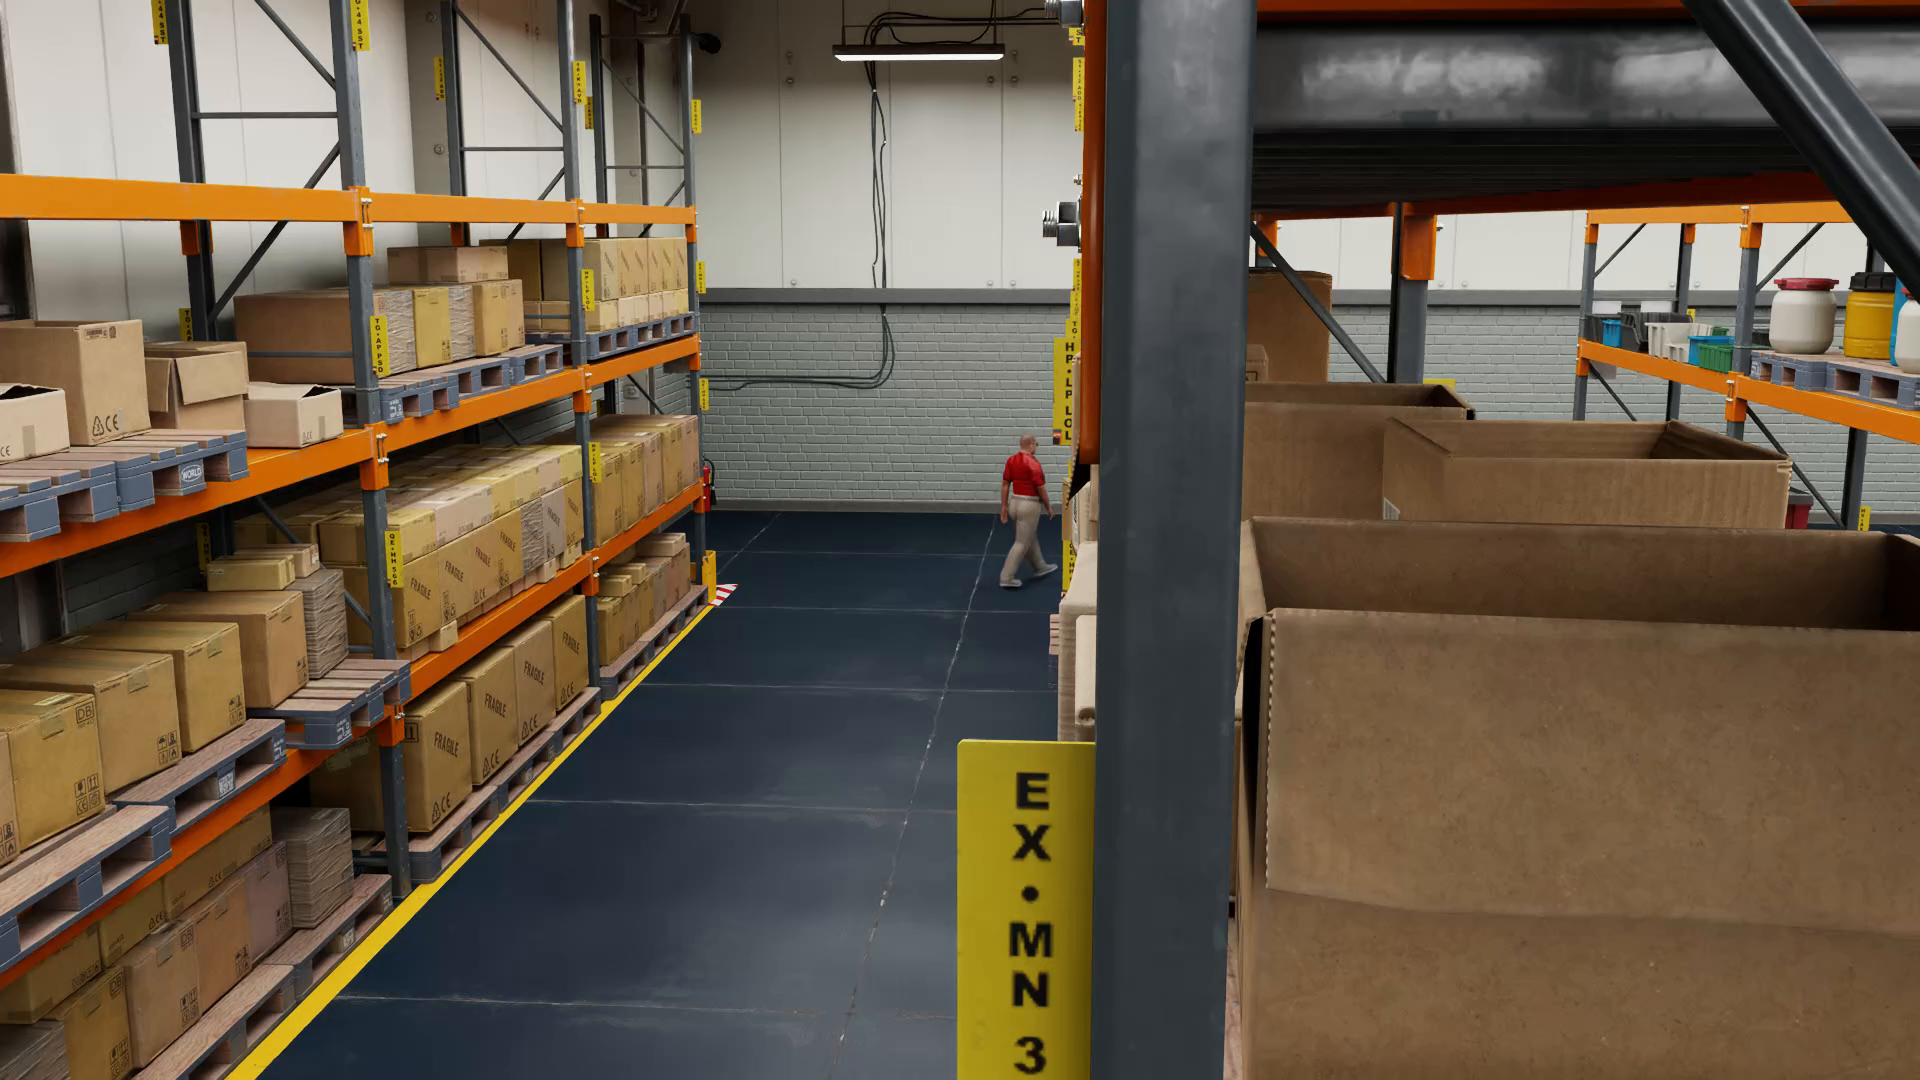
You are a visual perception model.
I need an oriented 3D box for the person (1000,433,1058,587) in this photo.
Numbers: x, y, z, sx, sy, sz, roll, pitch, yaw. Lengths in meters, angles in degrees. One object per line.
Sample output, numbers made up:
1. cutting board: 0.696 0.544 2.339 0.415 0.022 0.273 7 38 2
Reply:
1. person: 0.802 -0.352 18.366 1.007 1.674 0.579 -7 12 -31
